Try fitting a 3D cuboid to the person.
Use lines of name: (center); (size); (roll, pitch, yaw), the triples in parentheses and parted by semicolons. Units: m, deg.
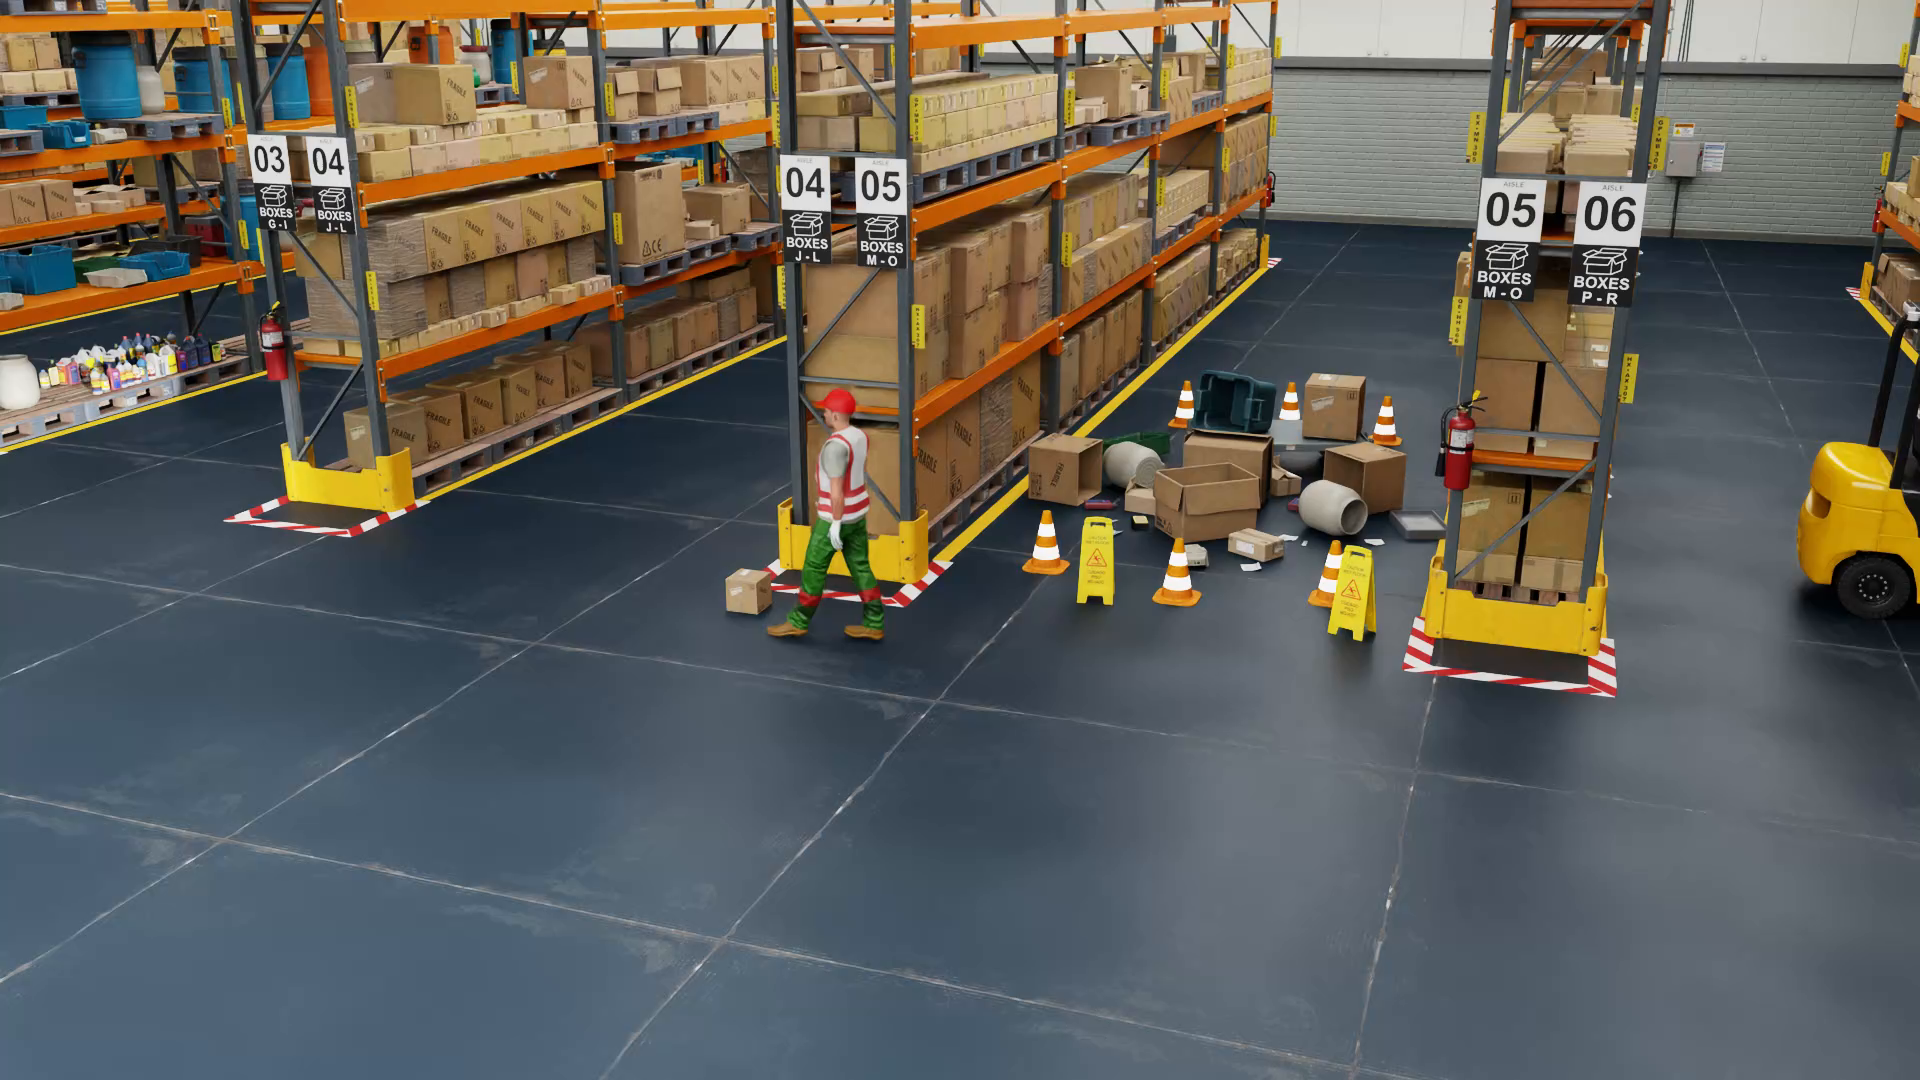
person: (-0.907, -0.188, 11.536); (0.808, 1.756, 0.578); (8, 20, 24)
